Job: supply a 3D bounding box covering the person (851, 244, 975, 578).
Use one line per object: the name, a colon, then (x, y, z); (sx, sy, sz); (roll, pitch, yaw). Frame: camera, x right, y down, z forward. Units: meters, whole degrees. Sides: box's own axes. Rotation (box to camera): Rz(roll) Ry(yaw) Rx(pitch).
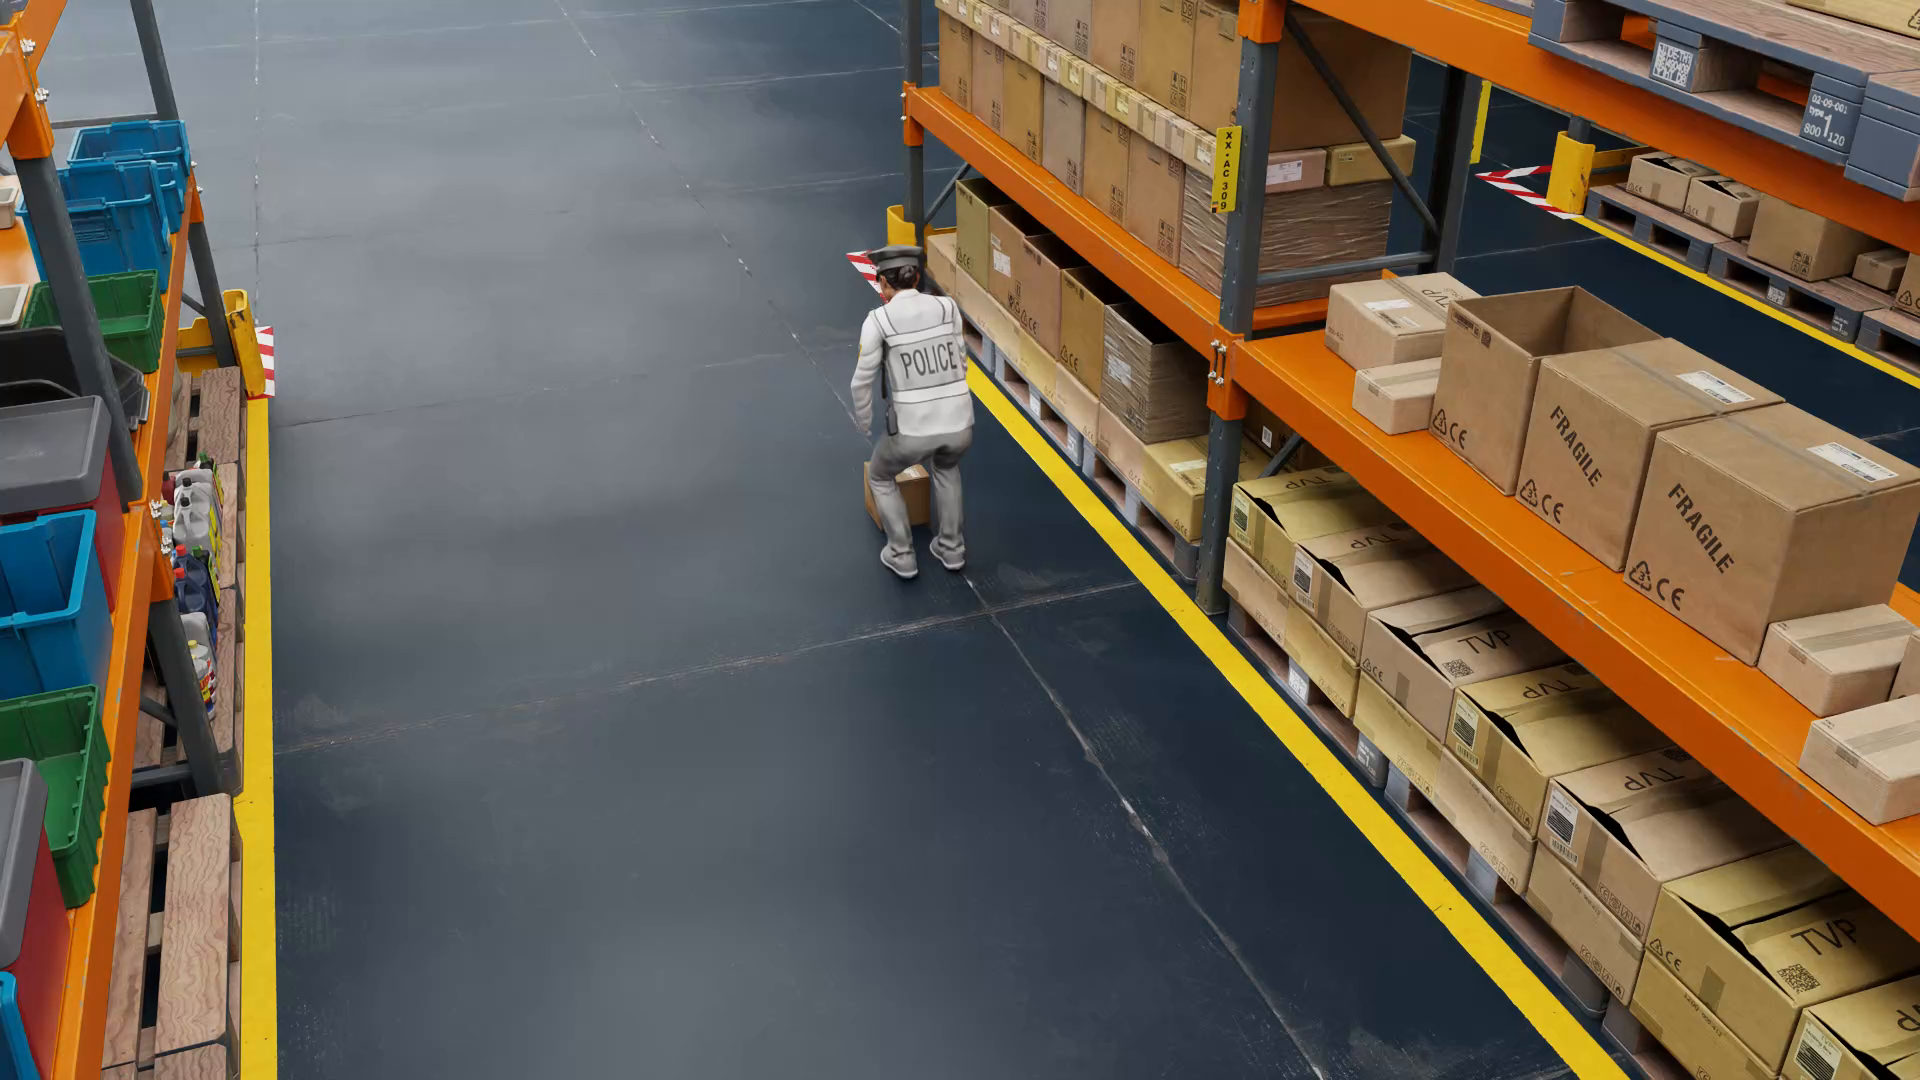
person: (-0.206, -0.538, 7.258); (0.531, 1.479, 0.634); (-10, 32, -17)
